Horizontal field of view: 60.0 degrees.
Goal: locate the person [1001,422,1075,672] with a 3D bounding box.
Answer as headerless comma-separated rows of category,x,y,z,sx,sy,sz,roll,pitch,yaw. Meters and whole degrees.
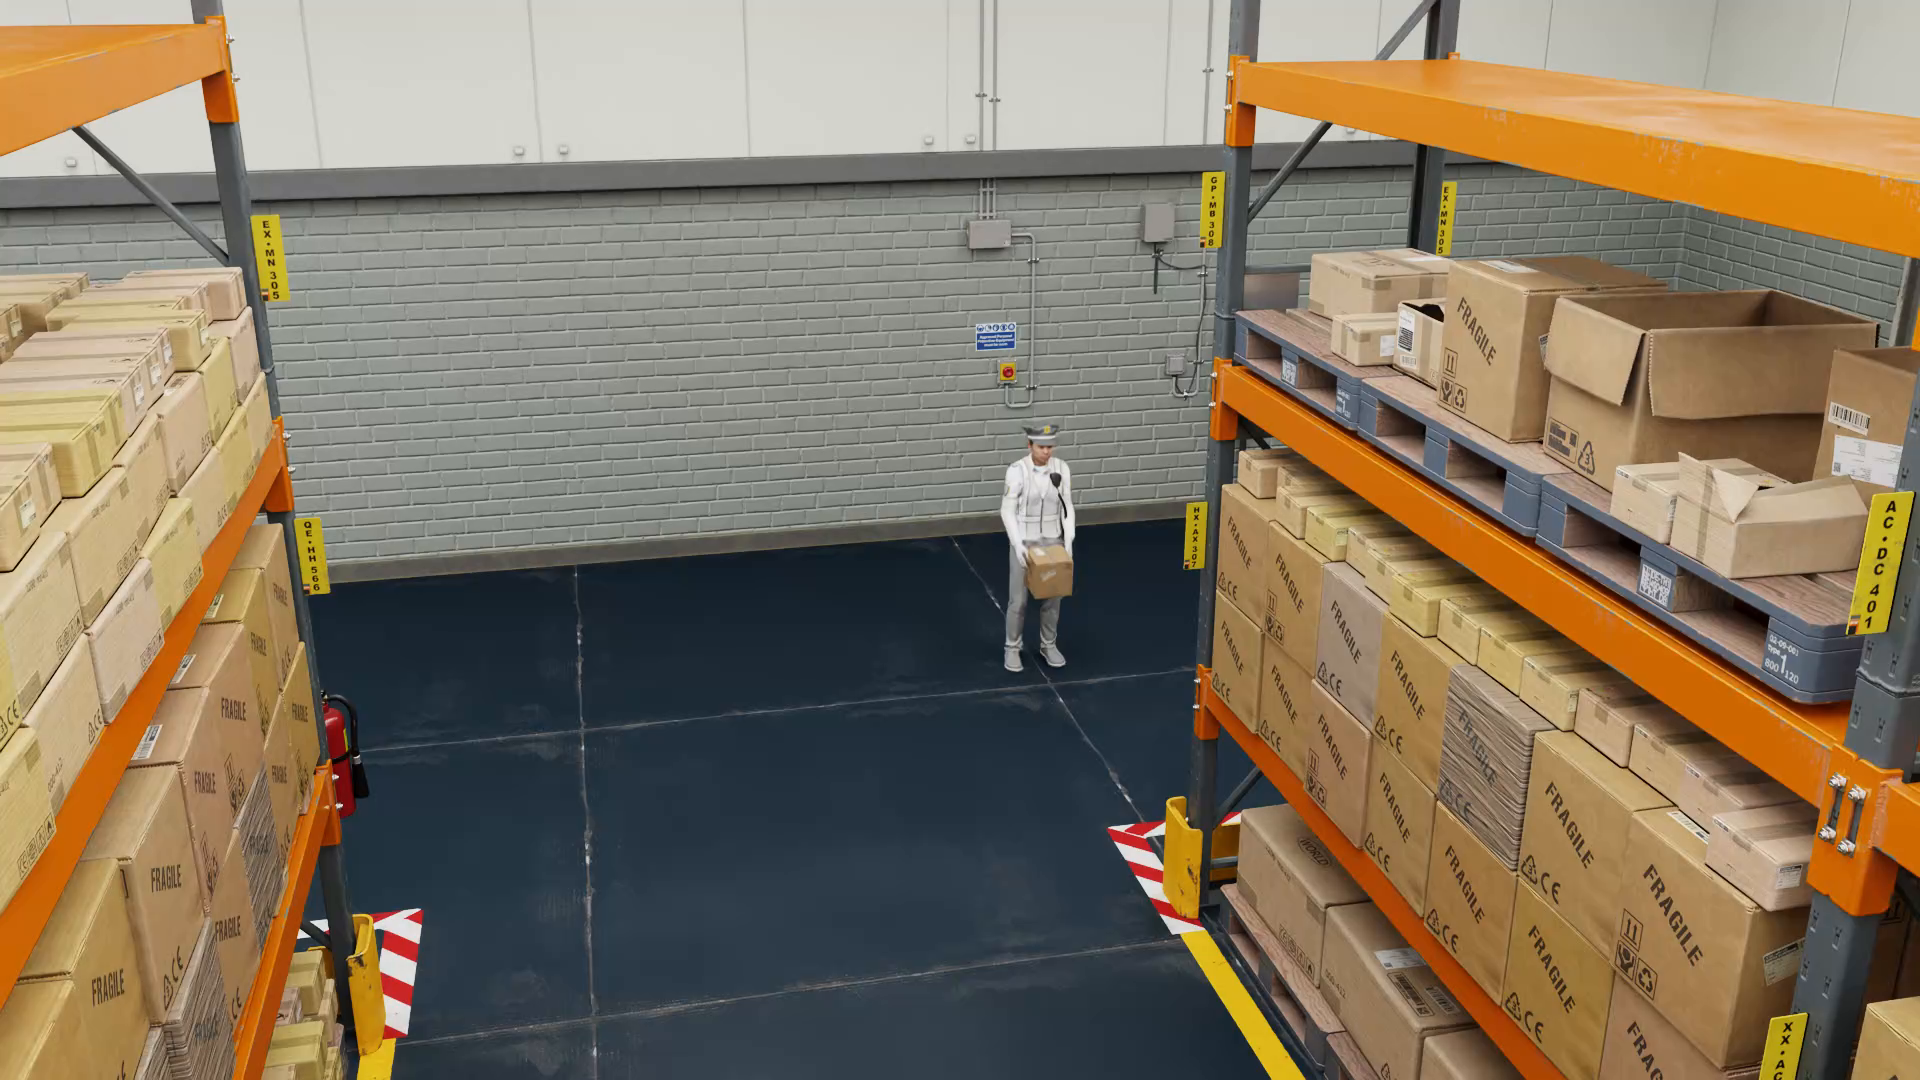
person,0.520,0.030,10.954,0.501,1.682,0.397,-5,20,-13
